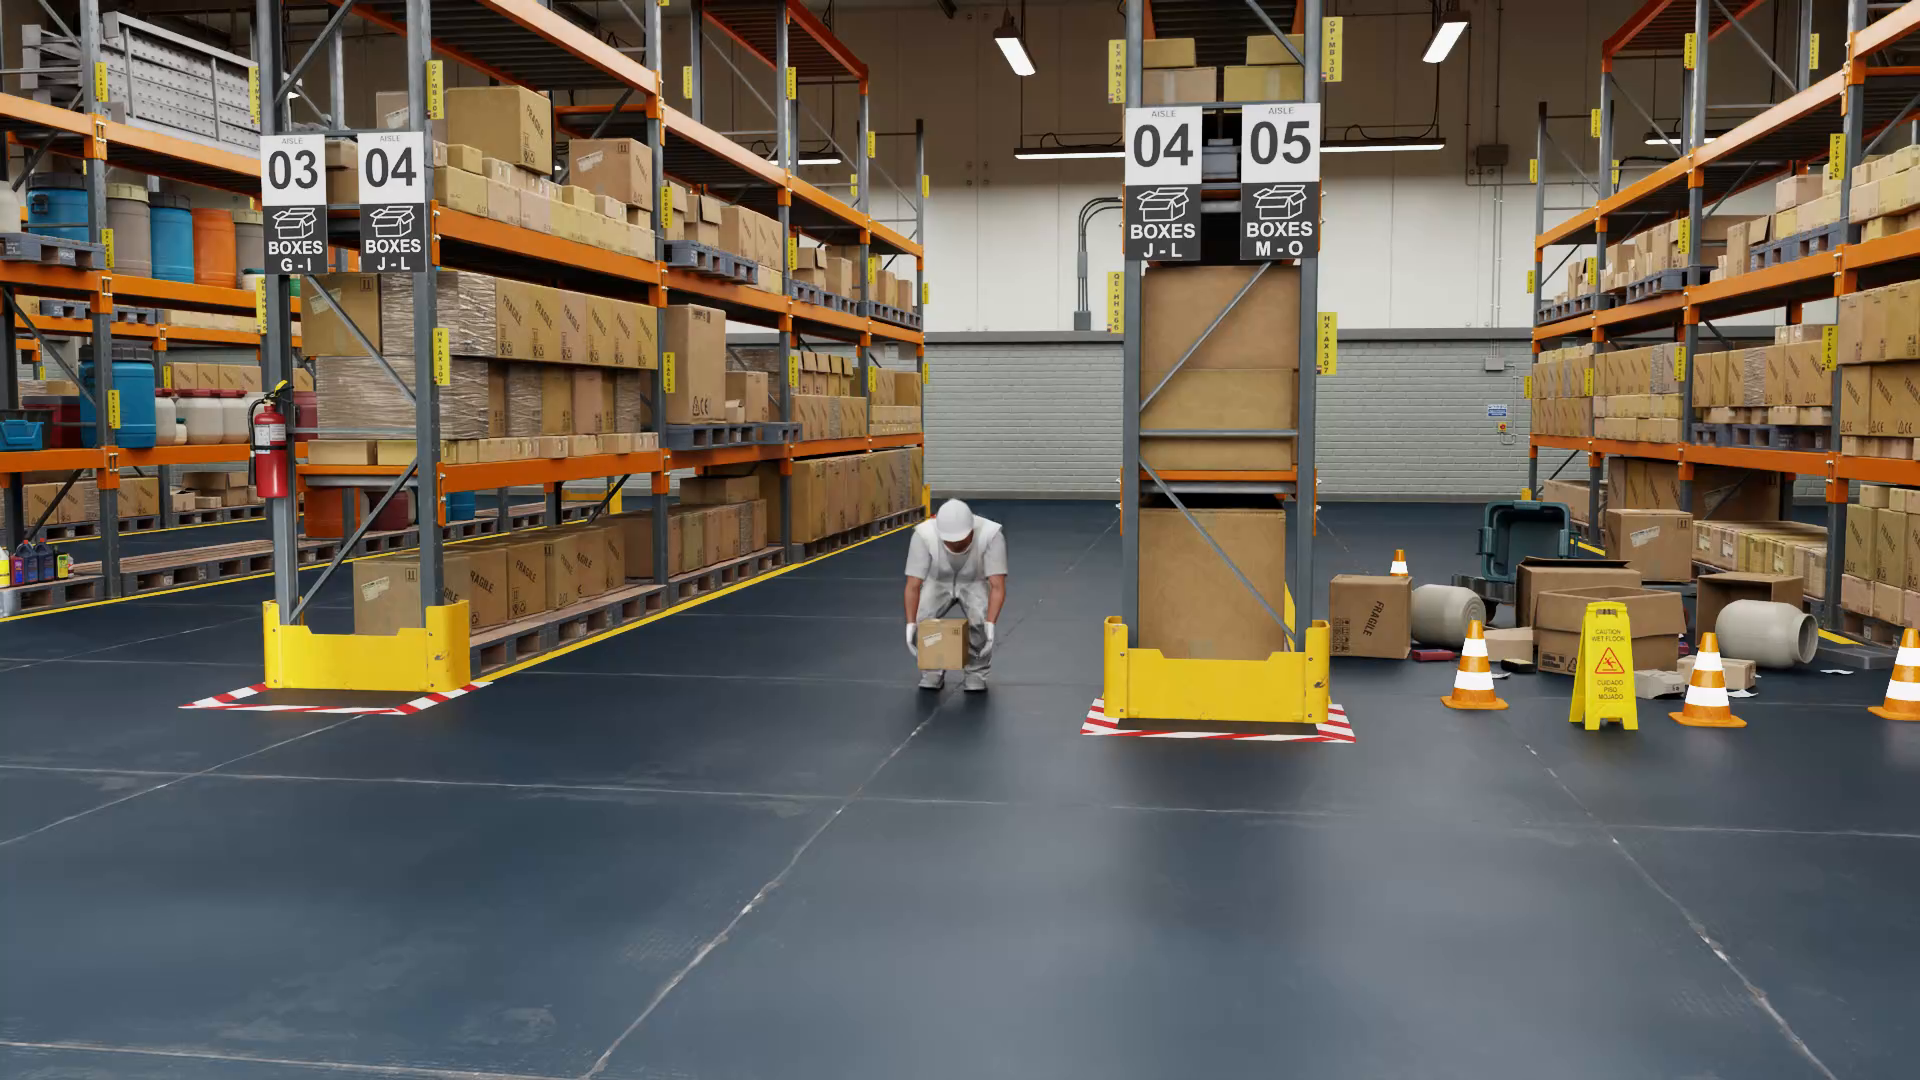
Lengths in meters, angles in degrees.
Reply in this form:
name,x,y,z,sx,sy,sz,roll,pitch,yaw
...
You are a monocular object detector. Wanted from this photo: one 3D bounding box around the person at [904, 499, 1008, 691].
name,x,y,z,sx,sy,sz,roll,pitch,yaw
person,0.003,0.313,9.647,0.589,1.133,0.861,1,4,8
